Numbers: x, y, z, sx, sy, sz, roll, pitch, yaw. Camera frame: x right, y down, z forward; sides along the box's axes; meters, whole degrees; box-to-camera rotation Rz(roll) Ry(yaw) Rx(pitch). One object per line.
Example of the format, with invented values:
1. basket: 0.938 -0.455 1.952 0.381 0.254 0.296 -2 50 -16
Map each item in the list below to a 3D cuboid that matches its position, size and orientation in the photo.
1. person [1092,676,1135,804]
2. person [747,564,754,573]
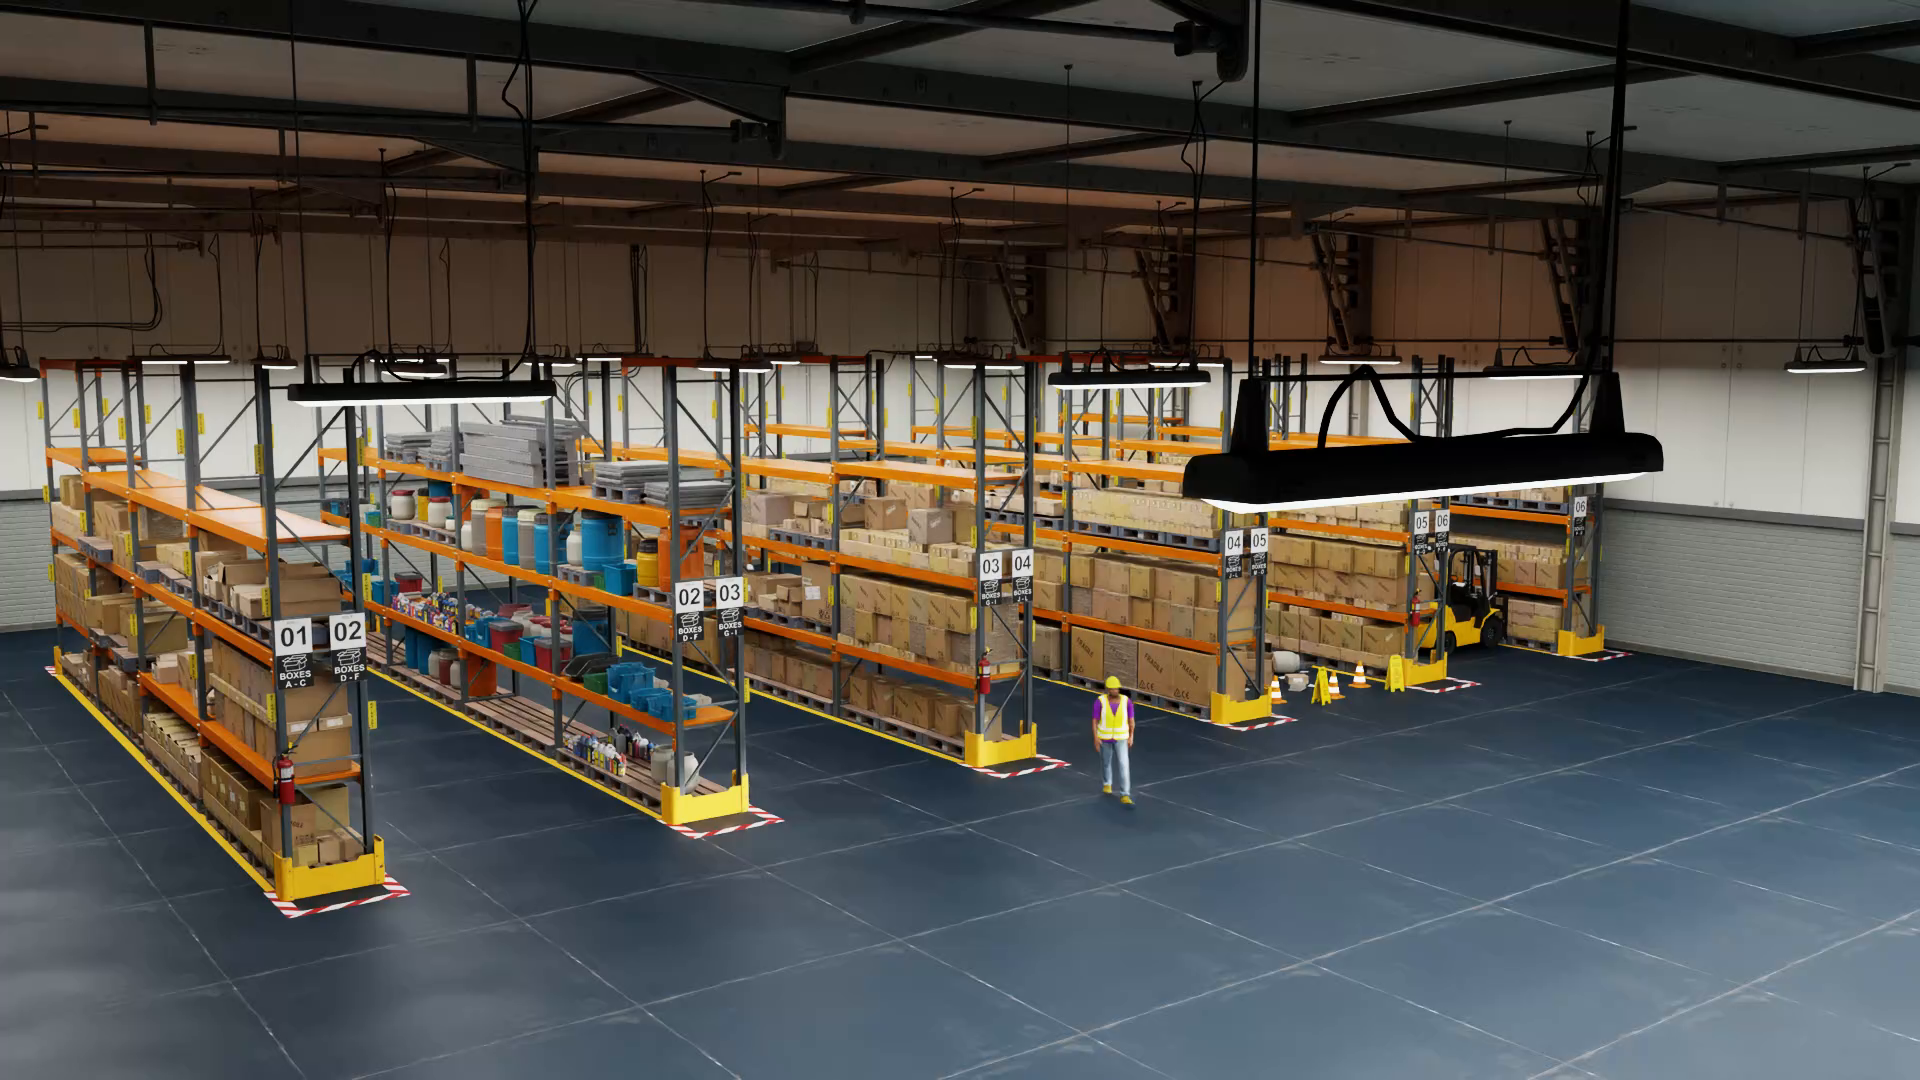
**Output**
1. person: 2.098 2.721 22.818 0.583 1.703 1.051 1 7 7
2. person: -4.474 1.309 34.975 0.731 1.667 0.693 -3 8 -26
